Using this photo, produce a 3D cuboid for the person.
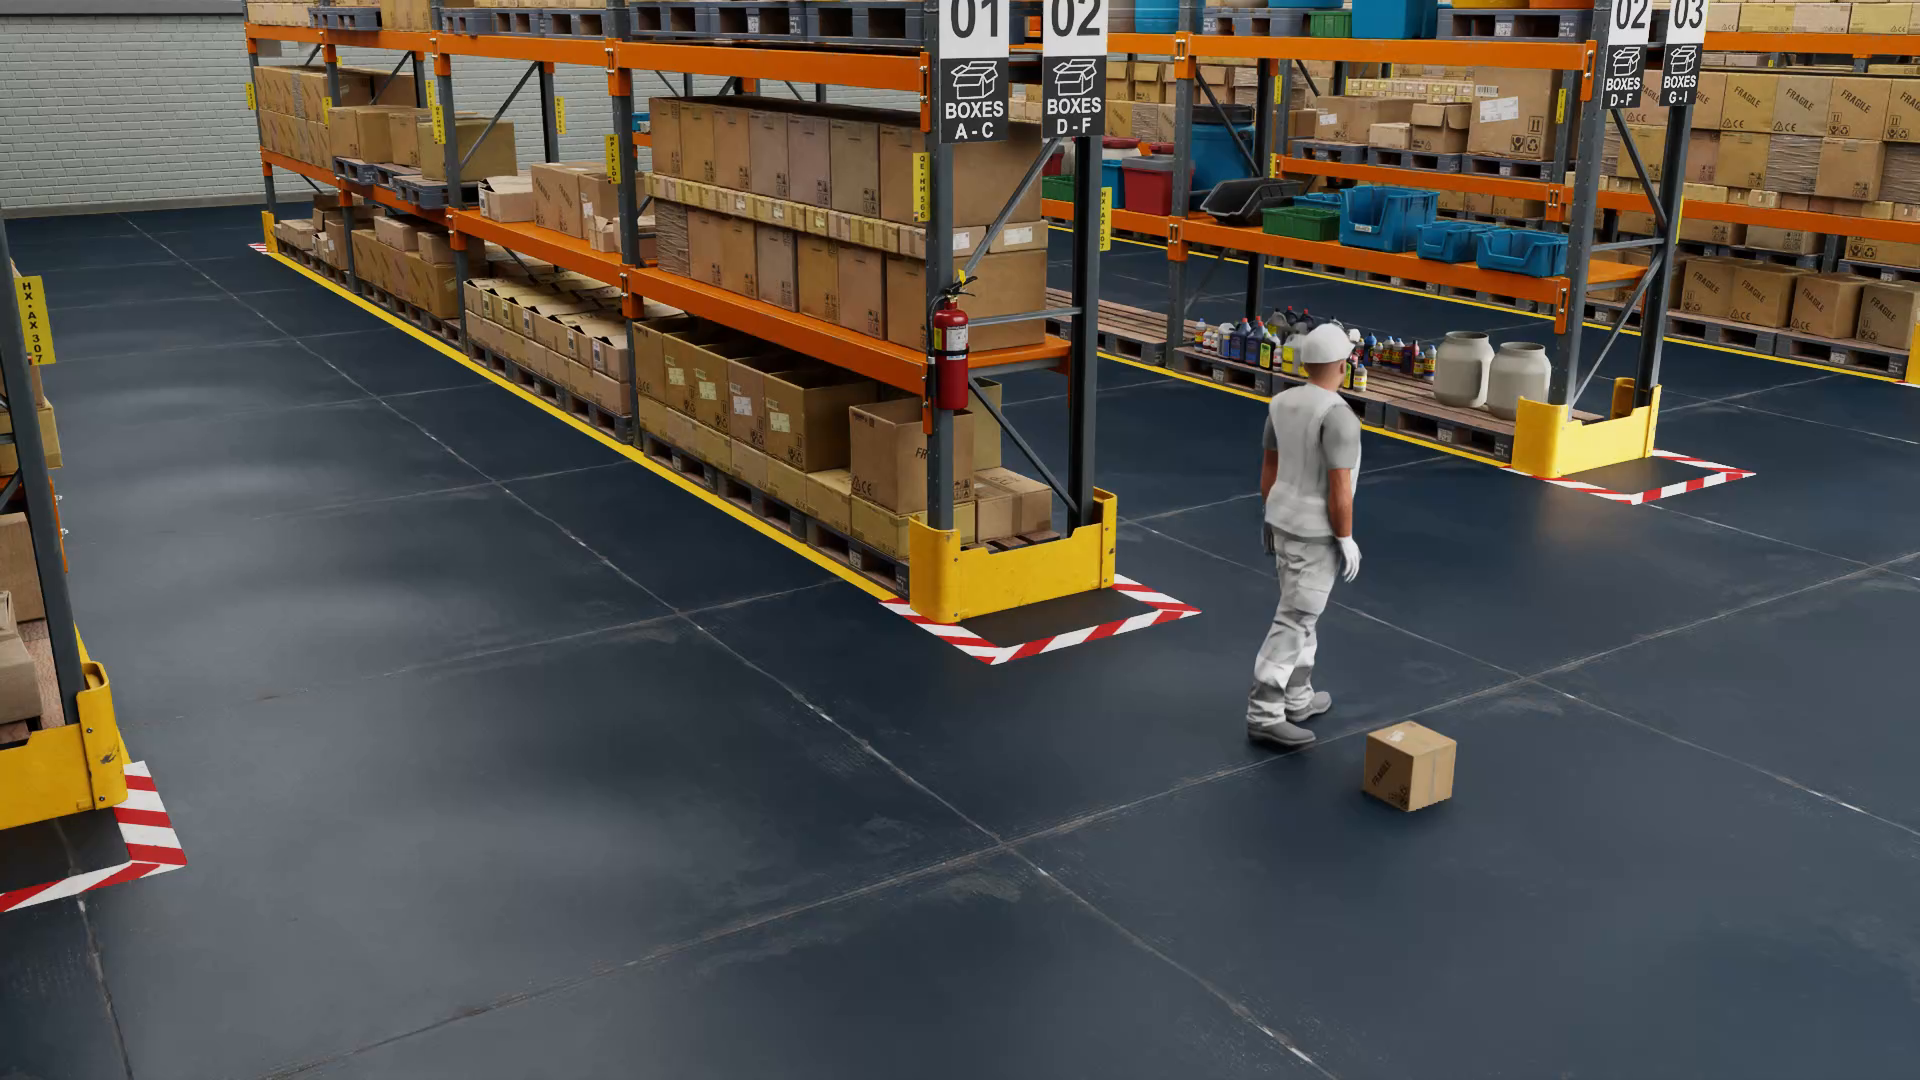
[{"bbox_3d":[1.474,-0.027,7.098,0.564,1.788,0.570,-7,19,-19],"label":"person"}]
